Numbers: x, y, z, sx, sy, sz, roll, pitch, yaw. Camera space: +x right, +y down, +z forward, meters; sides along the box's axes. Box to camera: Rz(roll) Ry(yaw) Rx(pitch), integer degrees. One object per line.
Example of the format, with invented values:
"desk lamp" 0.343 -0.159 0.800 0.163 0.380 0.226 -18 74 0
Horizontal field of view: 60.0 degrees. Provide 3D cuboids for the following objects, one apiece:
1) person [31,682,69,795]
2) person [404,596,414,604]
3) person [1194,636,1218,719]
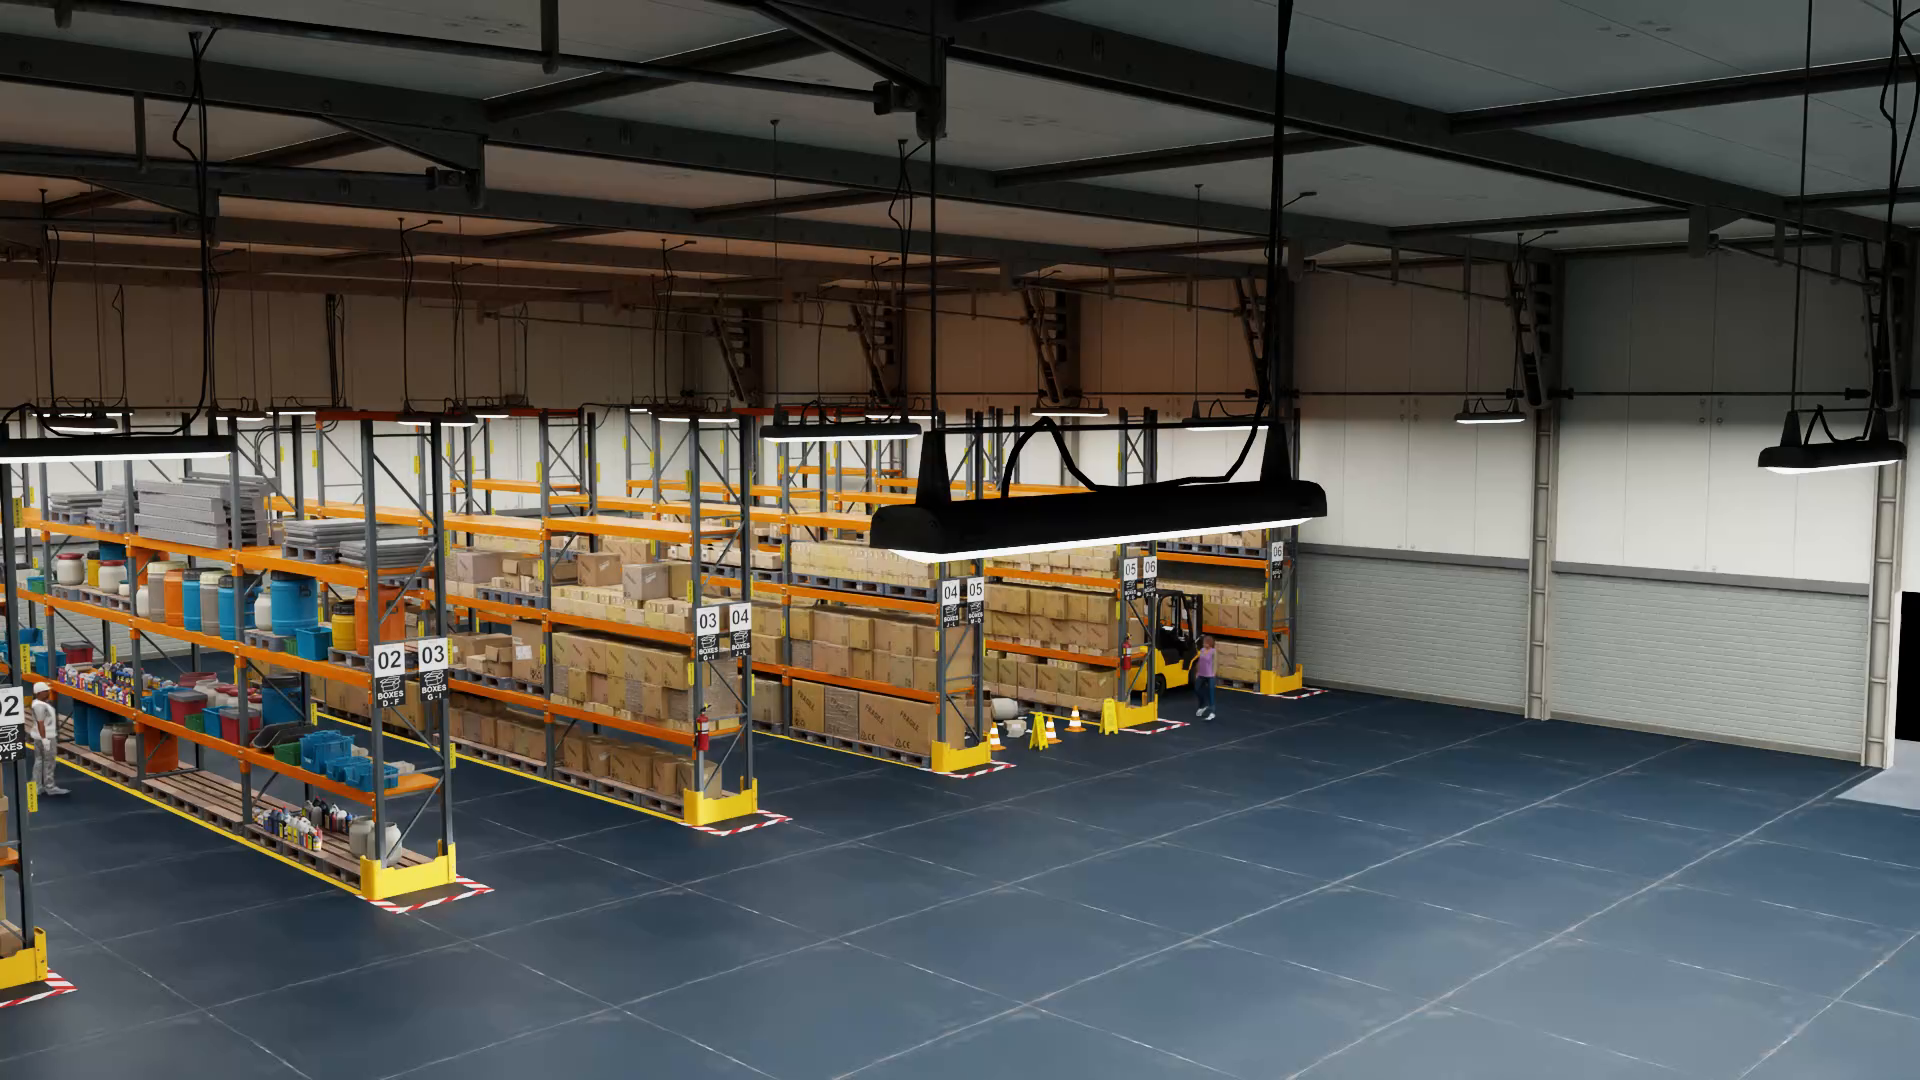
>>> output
"person" -14.413 3.117 26.229 0.580 1.793 0.465 4 7 41
"person" -12.724 2.084 38.032 0.754 1.700 1.056 -2 5 -21
"person" 4.786 2.661 32.357 0.444 1.609 0.400 4 6 36
